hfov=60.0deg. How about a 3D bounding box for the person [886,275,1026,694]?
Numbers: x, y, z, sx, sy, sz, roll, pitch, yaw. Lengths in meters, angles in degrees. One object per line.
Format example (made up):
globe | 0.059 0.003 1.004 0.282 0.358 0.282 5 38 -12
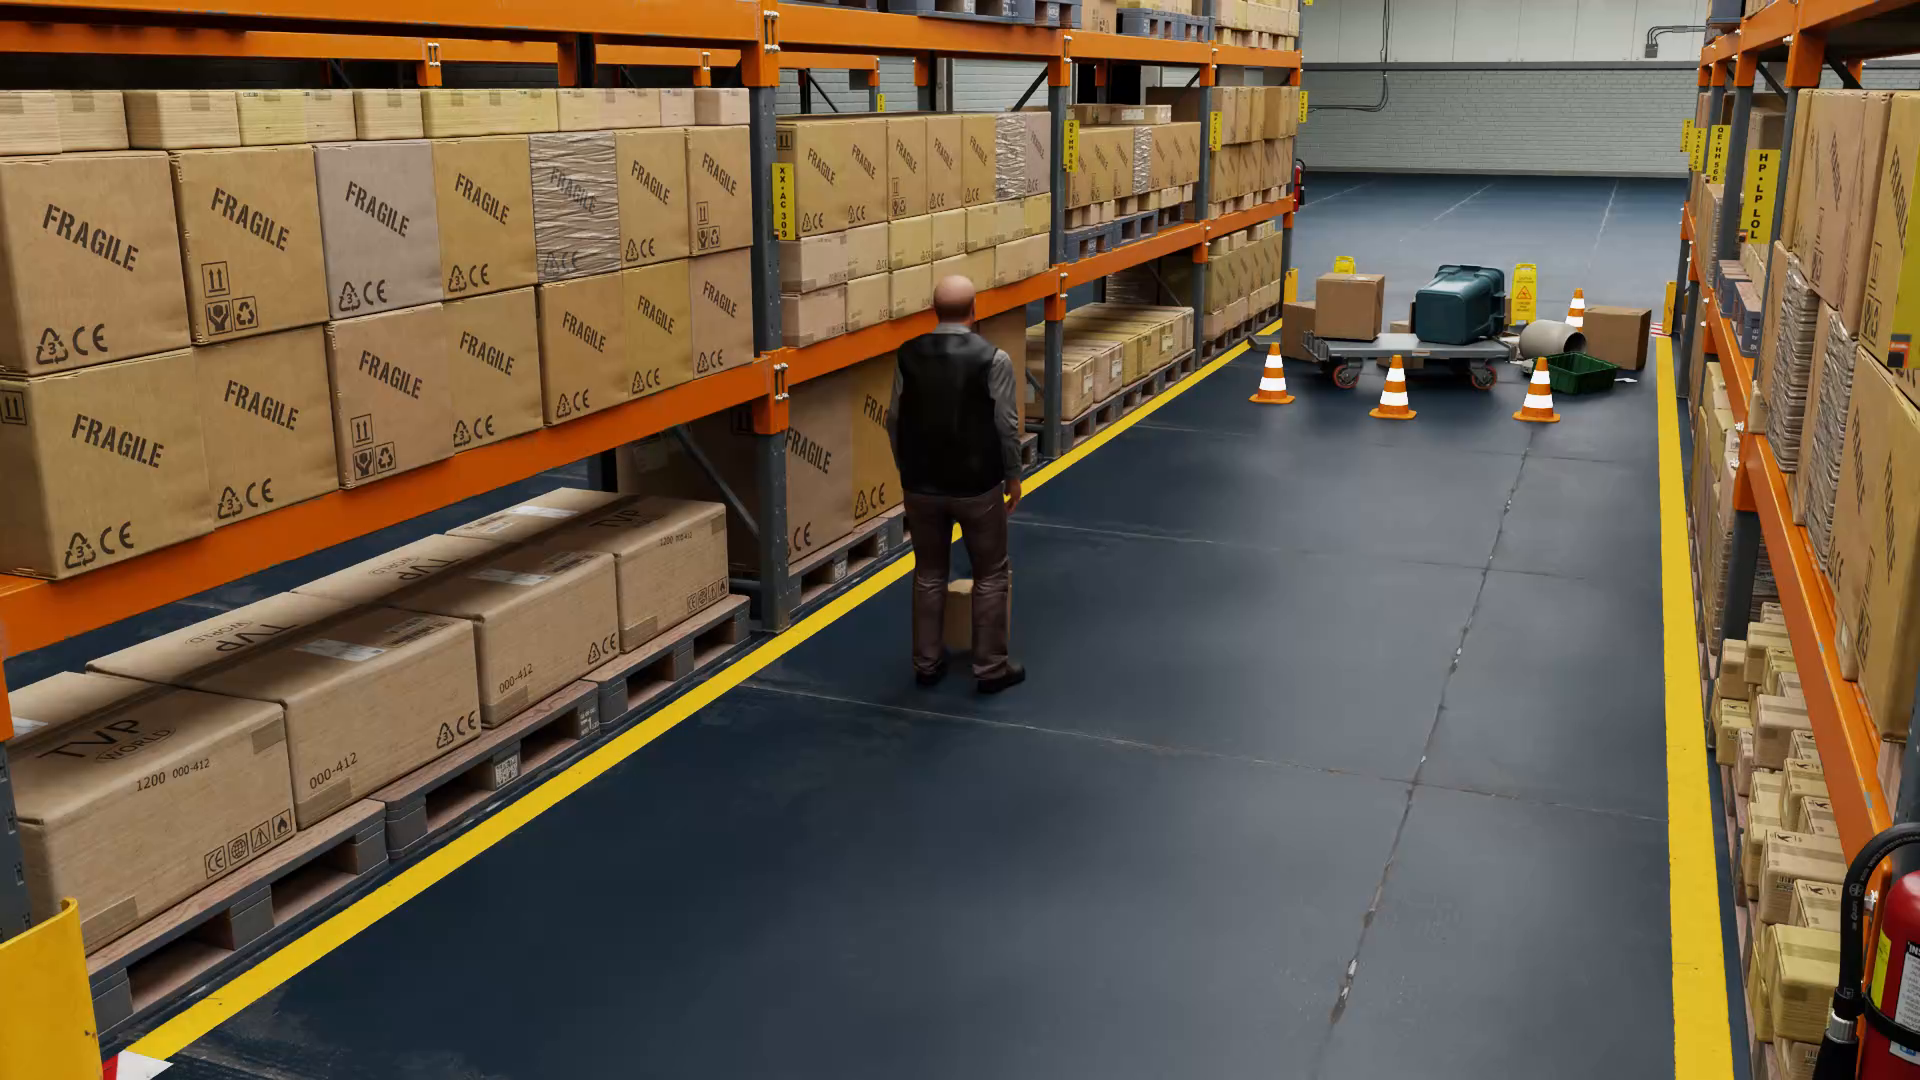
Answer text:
person | -0.025 -0.222 6.876 0.568 1.722 0.424 5 16 19
